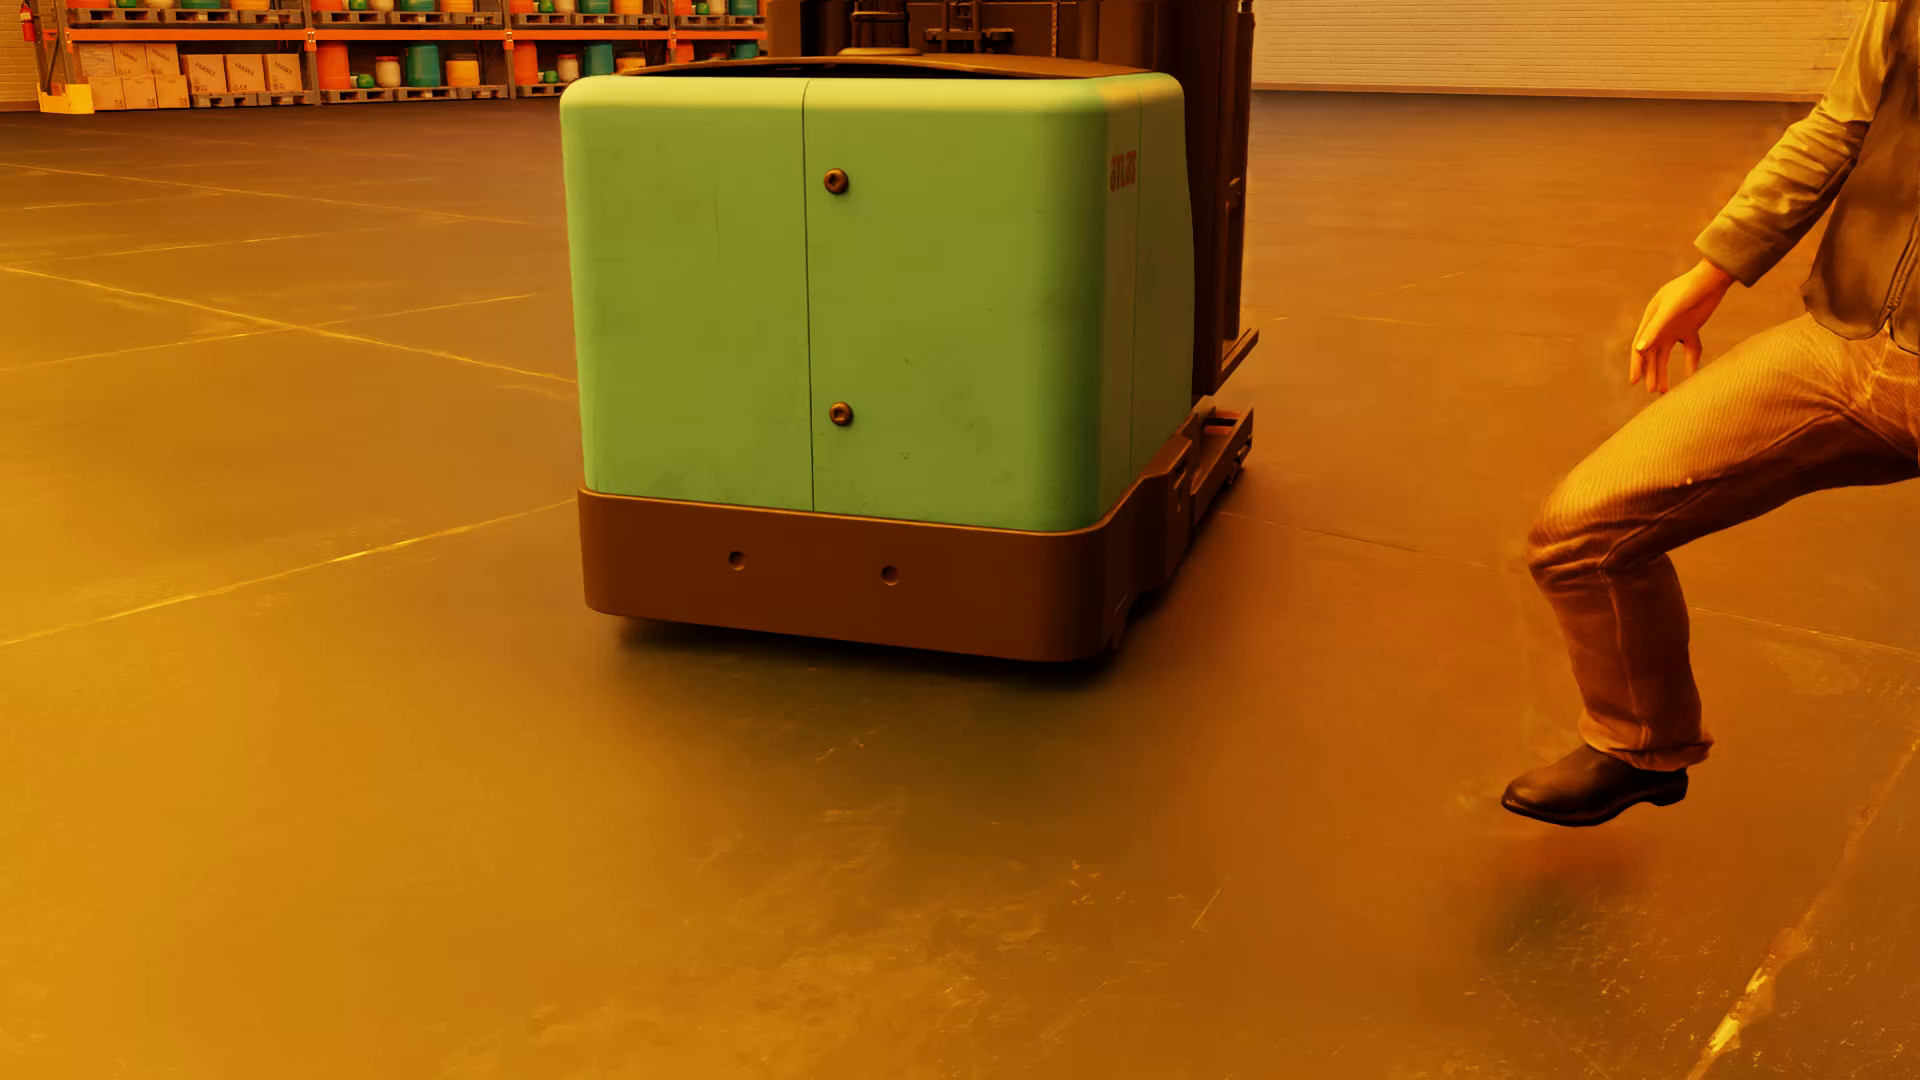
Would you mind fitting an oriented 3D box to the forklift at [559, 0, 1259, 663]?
[{"bbox_3d":[0.182,-1.571,4.072,1.130,2.935,3.031,5,18,17],"label":"forklift"}]

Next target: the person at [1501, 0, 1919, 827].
[{"bbox_3d":[1.233,-0.213,1.972,0.692,1.589,0.939,-8,19,-24],"label":"person"}]
